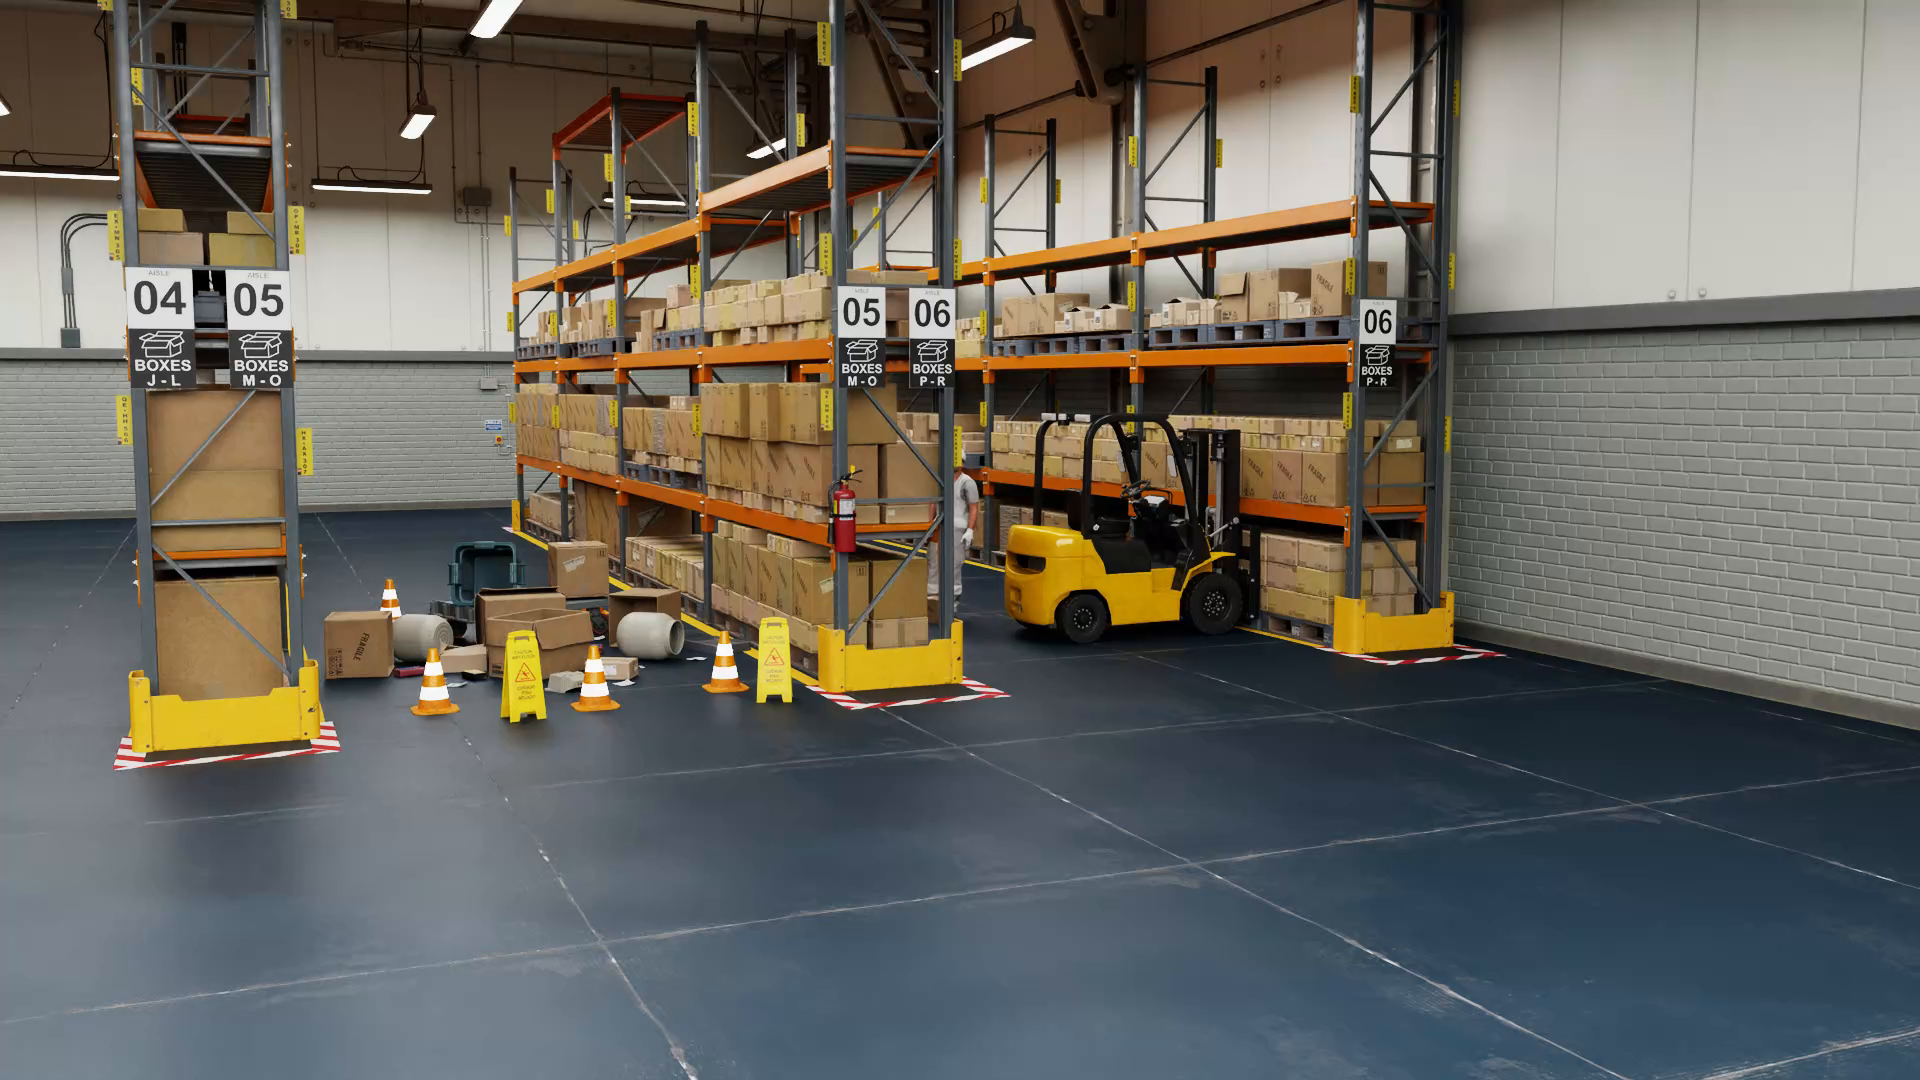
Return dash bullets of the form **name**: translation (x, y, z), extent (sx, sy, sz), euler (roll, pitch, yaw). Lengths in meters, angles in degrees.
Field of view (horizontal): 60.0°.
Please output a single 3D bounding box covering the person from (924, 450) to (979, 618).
- **person**: translation (-0.155, -0.073, 17.252), extent (0.637, 1.787, 0.564), euler (4, 7, 37)
